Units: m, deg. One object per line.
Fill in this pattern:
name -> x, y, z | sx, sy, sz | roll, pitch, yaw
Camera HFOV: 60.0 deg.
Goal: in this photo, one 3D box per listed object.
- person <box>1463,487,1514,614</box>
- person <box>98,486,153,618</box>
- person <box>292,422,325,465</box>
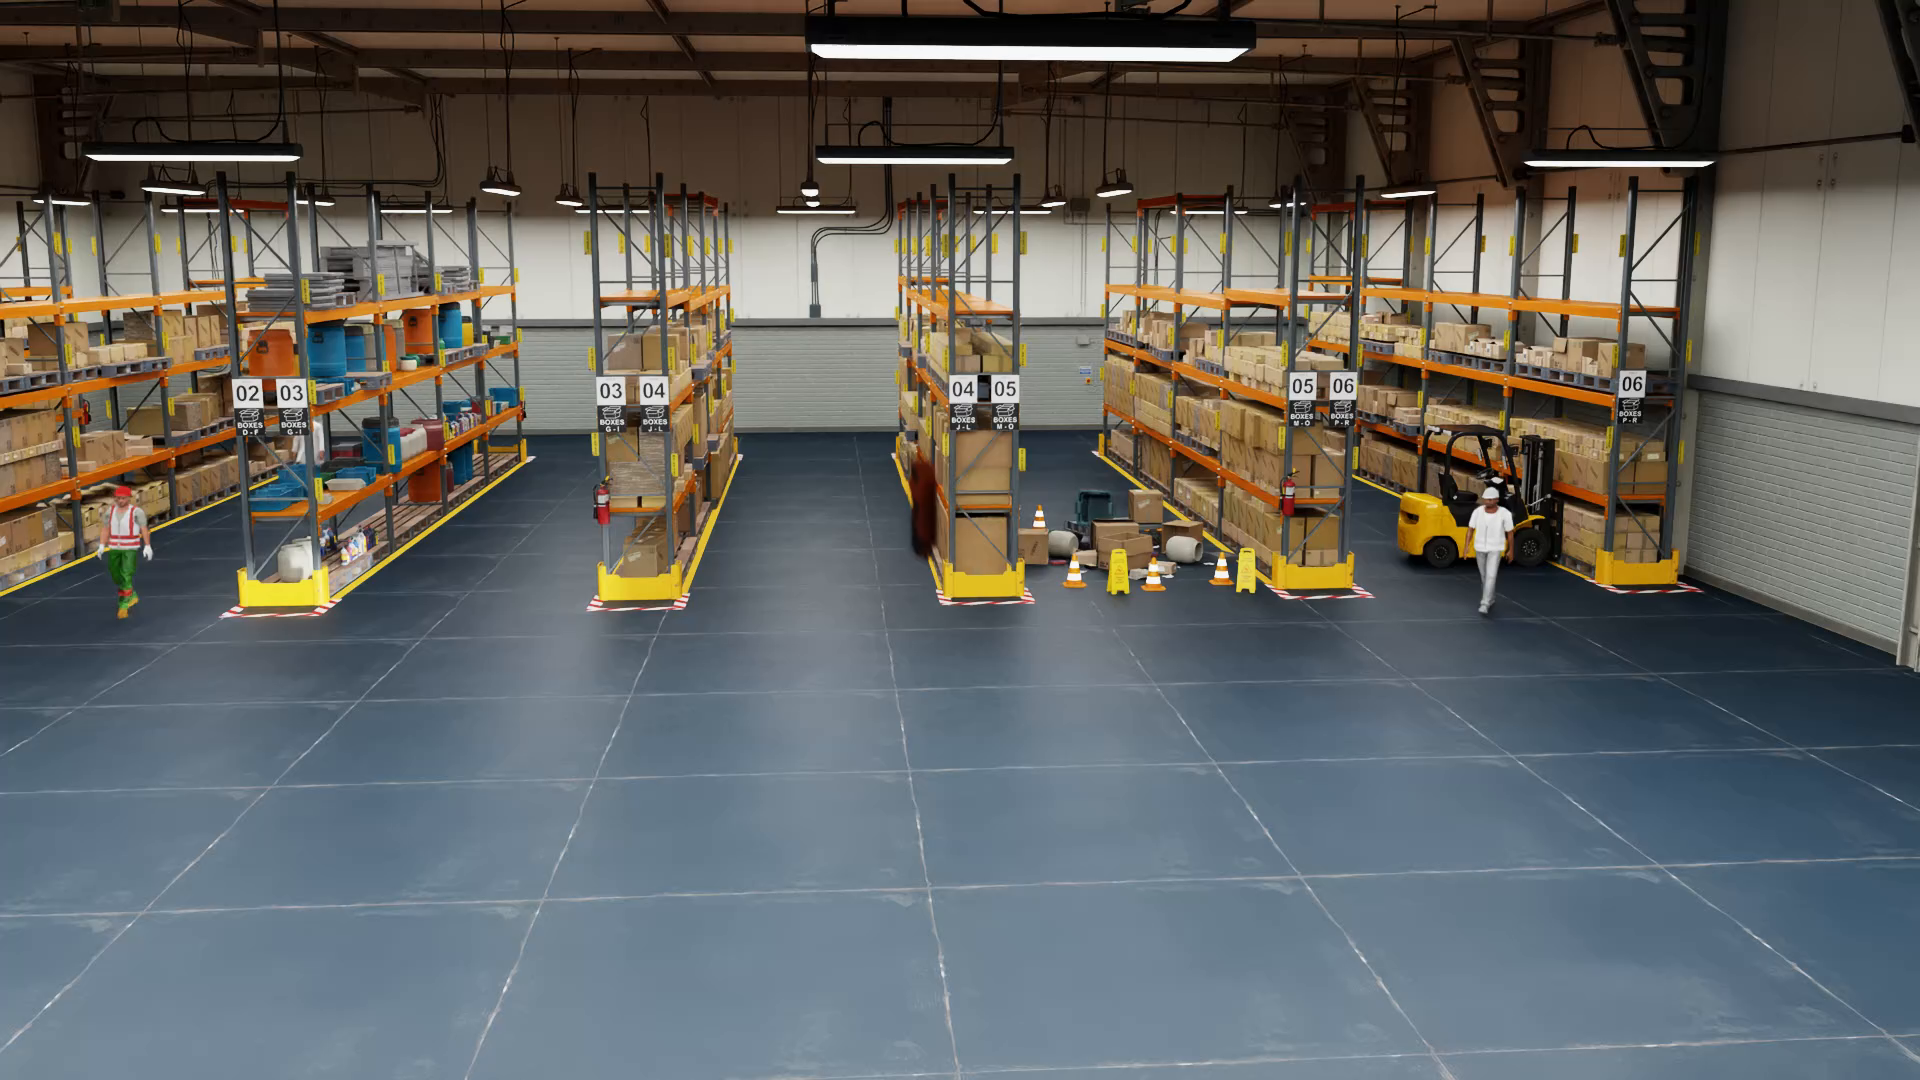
person -> 7.261, 0.122, 22.944 | 0.600, 1.705, 1.030 | 9, 13, 40
person -> -11.501, 0.146, 22.901 | 0.639, 1.792, 0.721 | -1, 10, -5
person -> -13.200, -1.776, 33.630 | 0.704, 1.719, 1.102 | -1, 10, -3
